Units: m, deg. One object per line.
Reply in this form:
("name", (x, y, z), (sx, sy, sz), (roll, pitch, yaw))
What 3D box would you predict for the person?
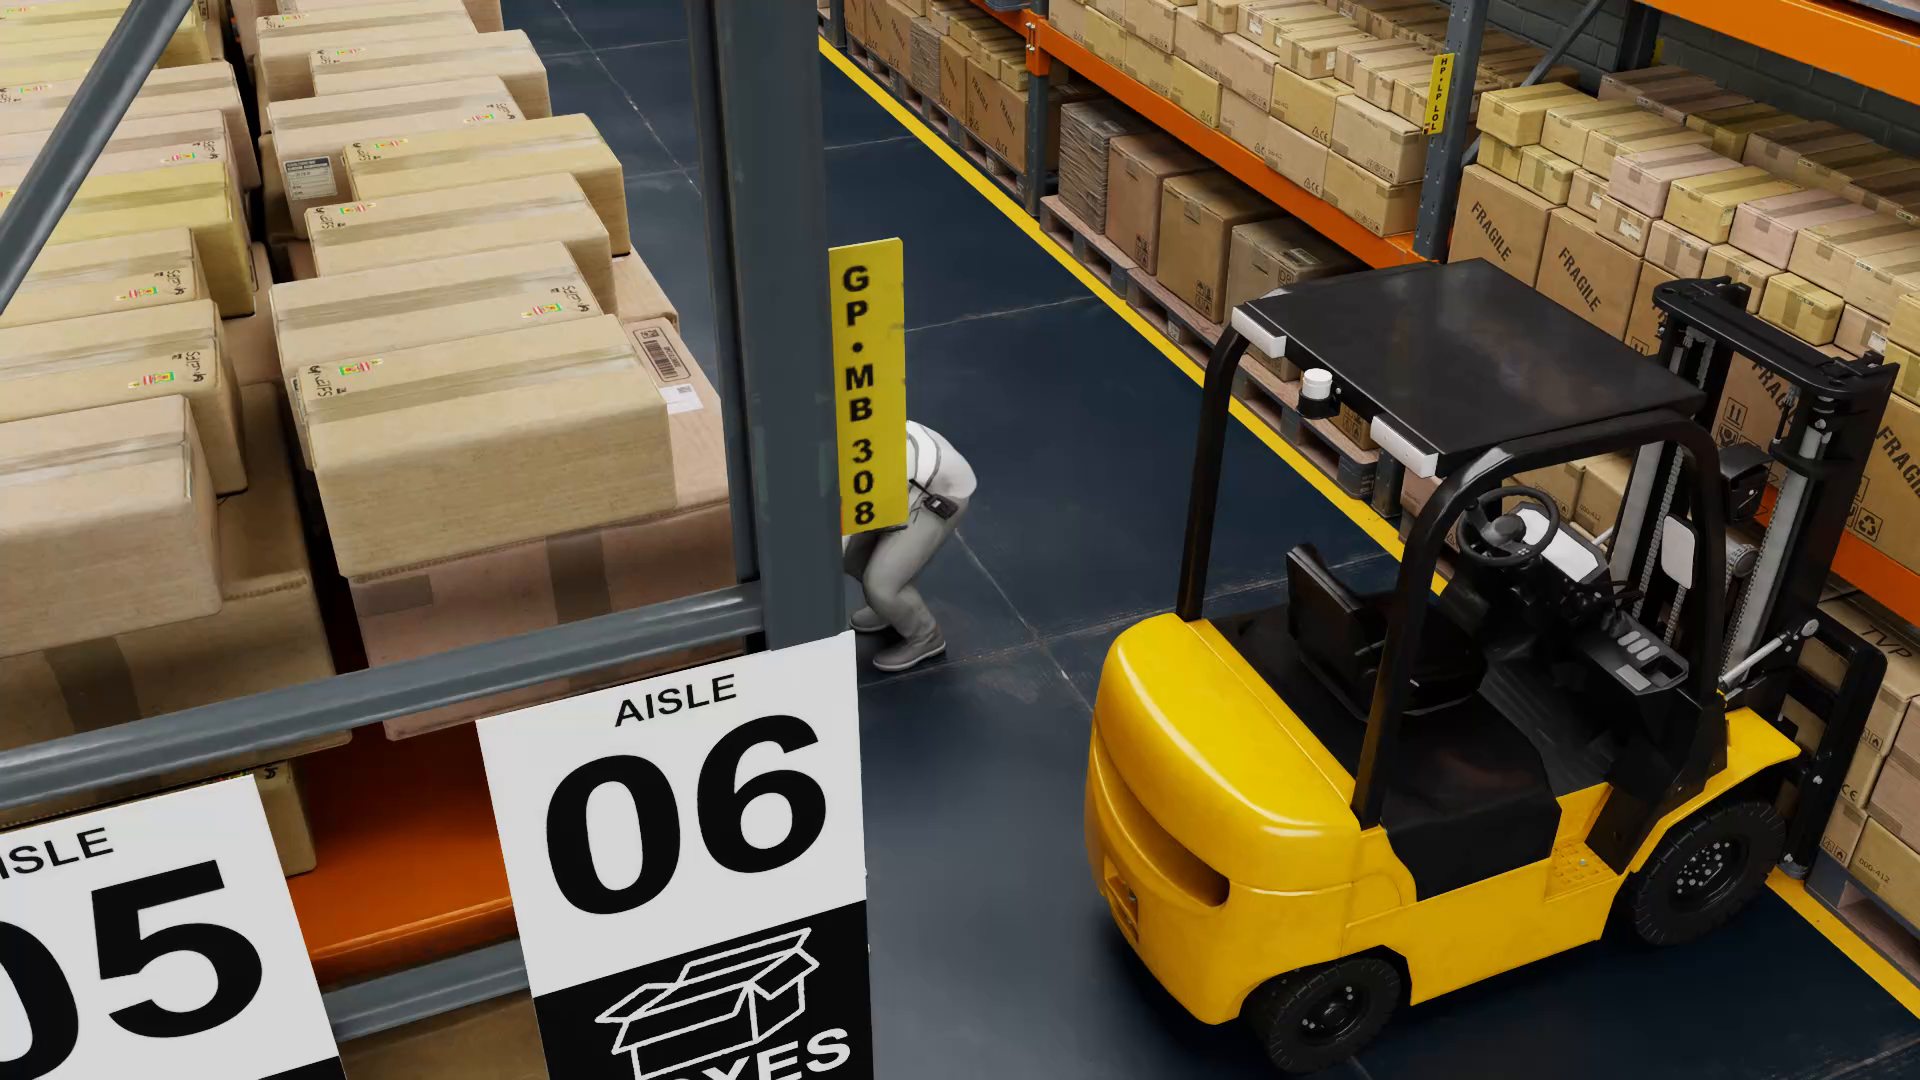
("person", (-0.439, 0.024, 6.728), (1.033, 1.063, 0.540), (-15, 36, -21))
